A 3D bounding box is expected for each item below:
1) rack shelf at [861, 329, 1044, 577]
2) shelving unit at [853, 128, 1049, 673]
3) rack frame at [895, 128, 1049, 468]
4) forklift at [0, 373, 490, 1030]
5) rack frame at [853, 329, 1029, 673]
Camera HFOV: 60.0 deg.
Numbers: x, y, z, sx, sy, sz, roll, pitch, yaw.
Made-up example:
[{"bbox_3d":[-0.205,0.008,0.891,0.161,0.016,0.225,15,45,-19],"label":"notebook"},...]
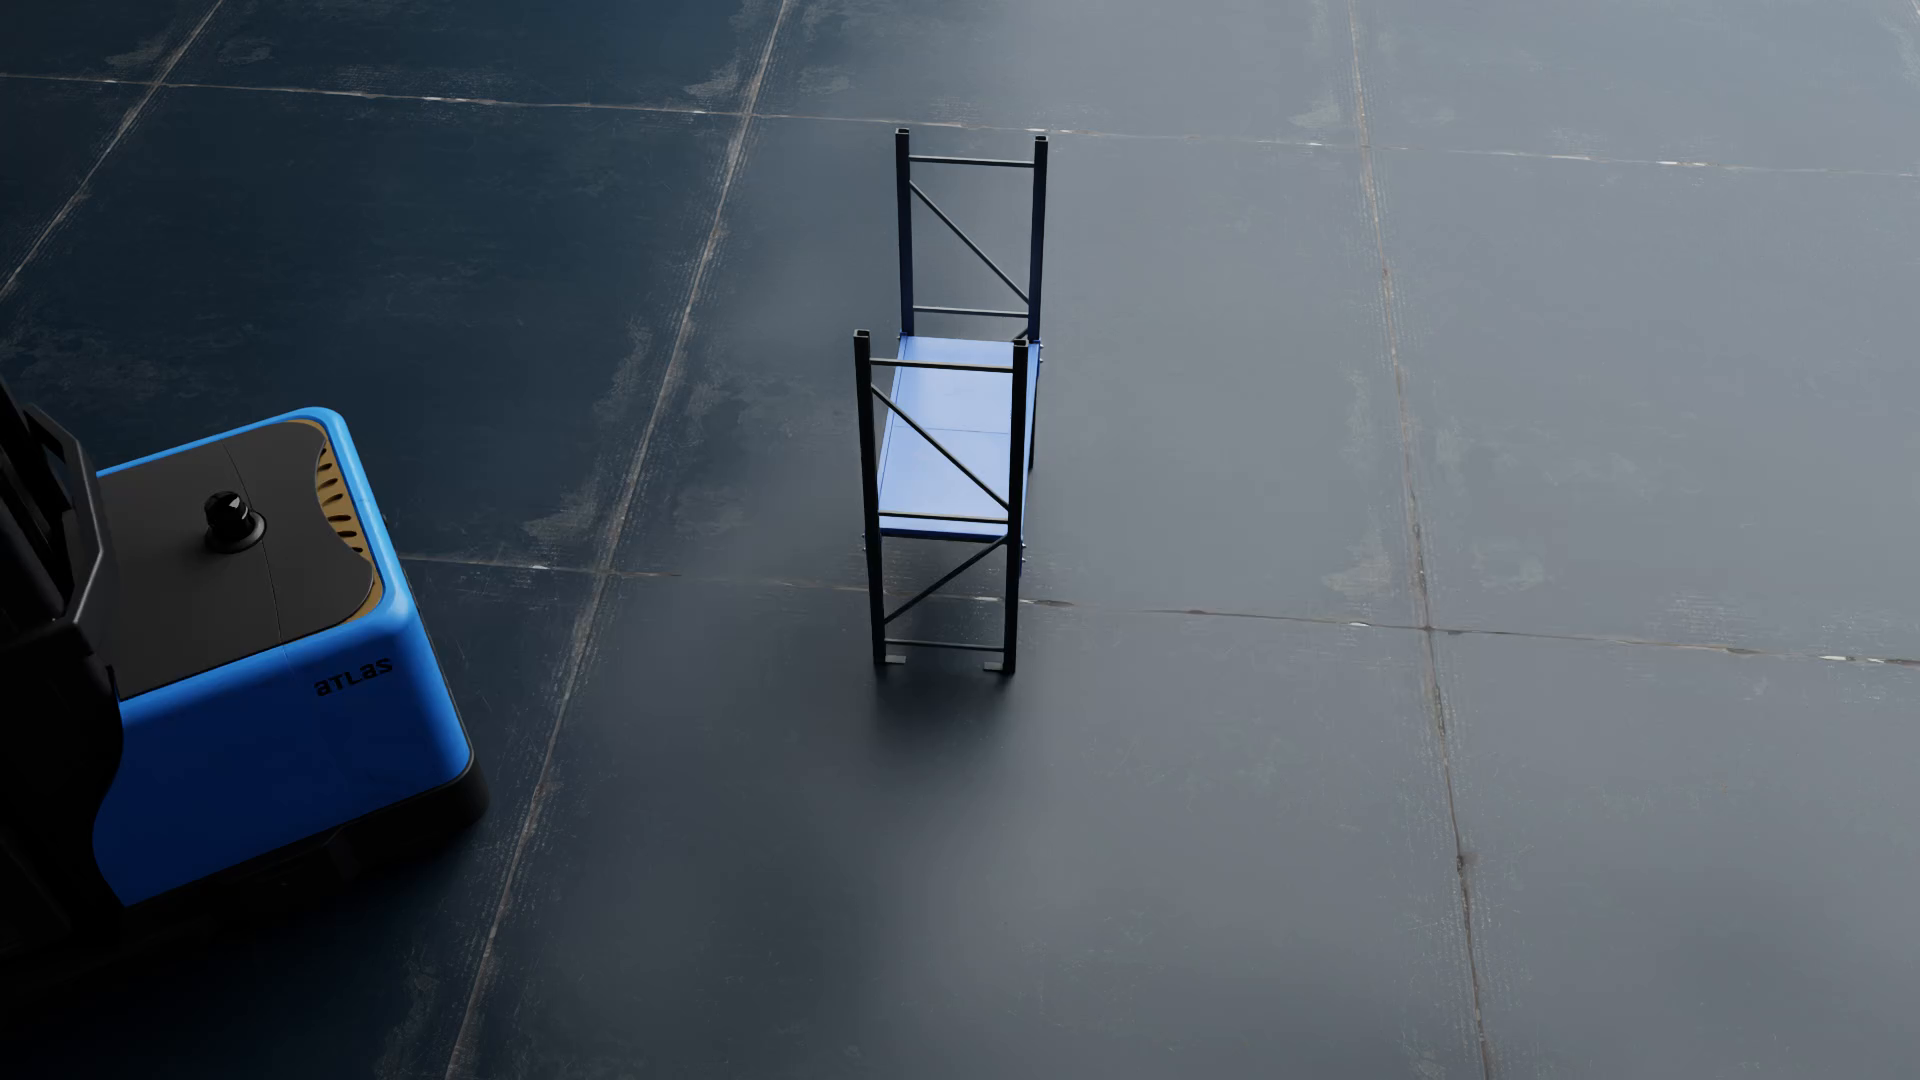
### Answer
[{"bbox_3d":[-0.008,-0.322,5.772,0.538,0.185,1.000,4,48,4],"label":"rack shelf"},{"bbox_3d":[-0.008,-0.443,5.639,0.538,1.500,1.048,4,48,4],"label":"shelving unit"},{"bbox_3d":[0.039,-0.817,5.981,0.500,1.500,0.032,4,48,4],"label":"rack frame"},{"bbox_3d":[-3.072,0.110,4.163,3.031,2.935,1.130,-21,51,-18],"label":"forklift"},{"bbox_3d":[-0.054,-0.070,5.298,0.500,1.500,0.032,4,48,4],"label":"rack frame"}]
